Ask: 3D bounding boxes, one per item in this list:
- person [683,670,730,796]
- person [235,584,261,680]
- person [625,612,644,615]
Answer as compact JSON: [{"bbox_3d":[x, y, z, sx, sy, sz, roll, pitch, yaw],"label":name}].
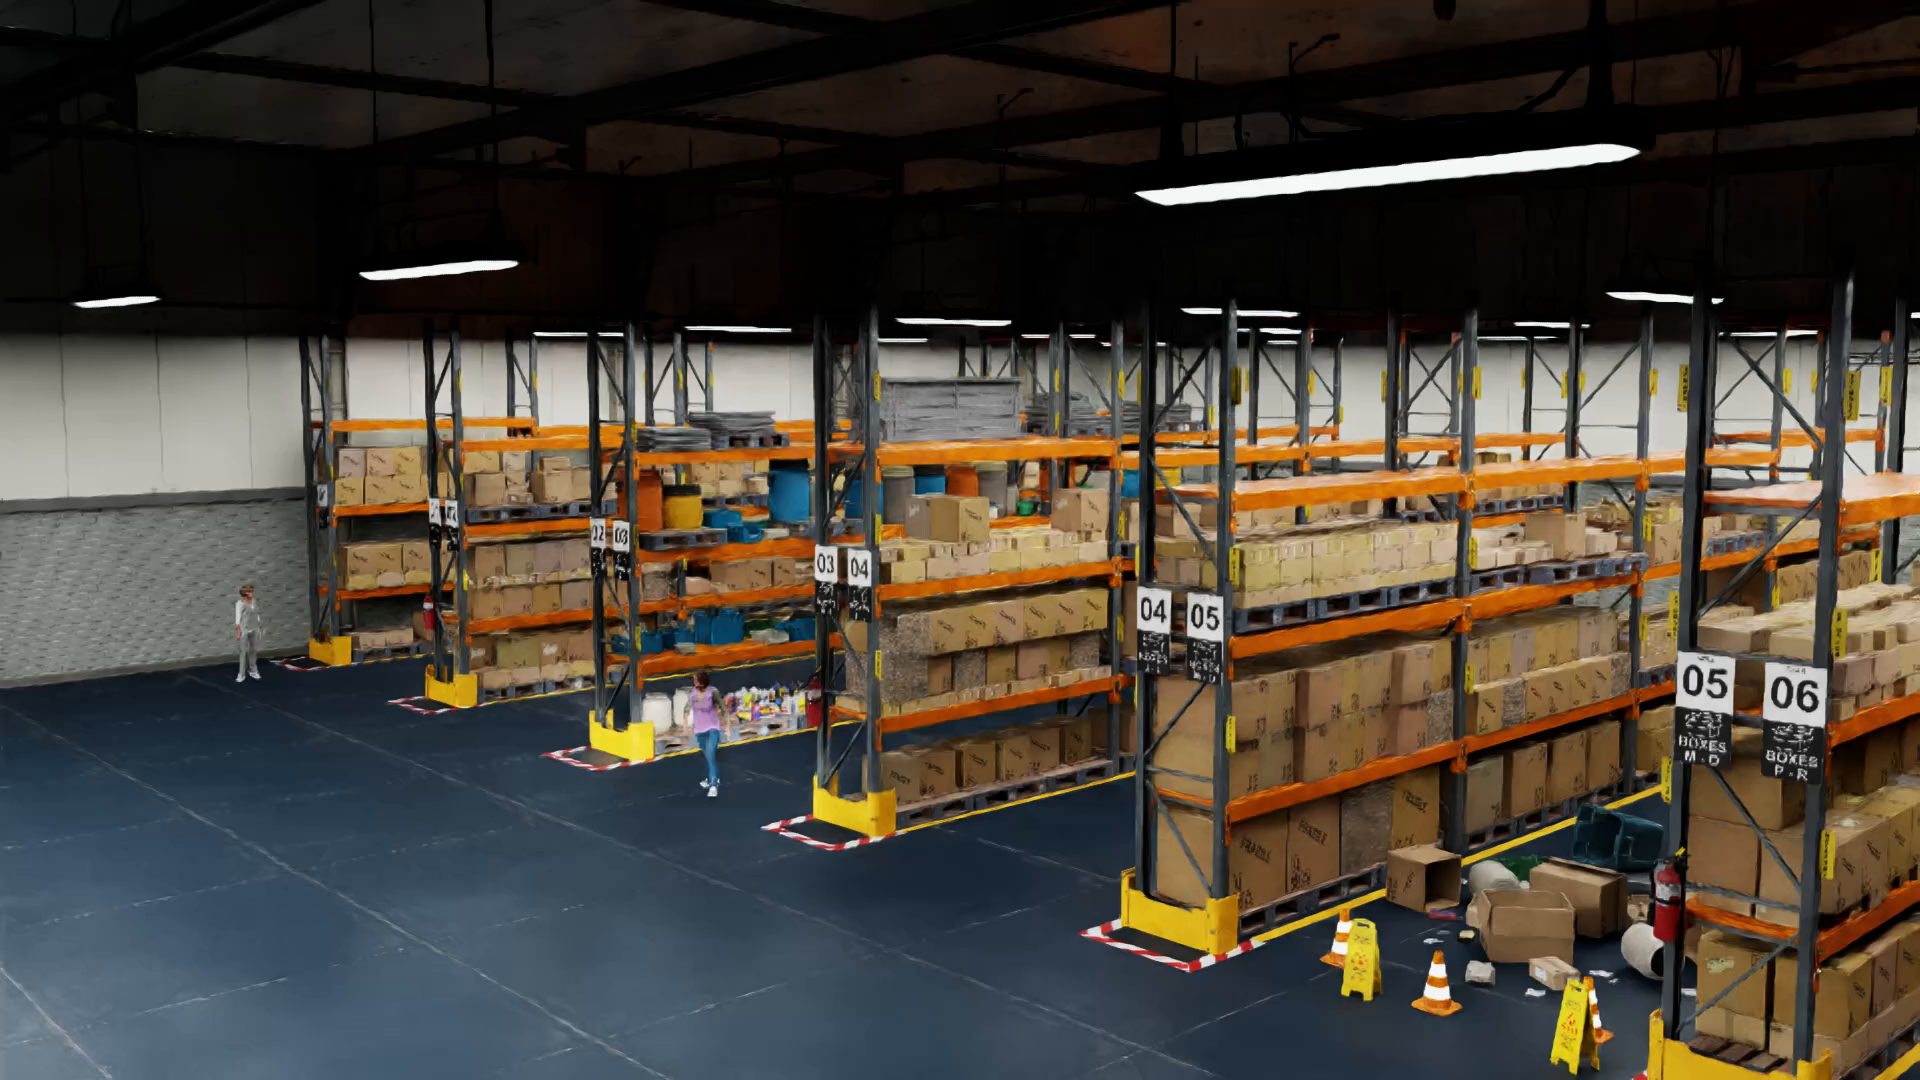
[{"bbox_3d":[-3.090,2.333,20.439,0.568,1.535,0.739,3,6,26],"label":"person"},{"bbox_3d":[-11.959,1.540,27.916,0.322,1.605,0.491,3,7,30],"label":"person"},{"bbox_3d":[-5.981,1.233,30.458,0.546,1.734,0.729,-6,8,-44],"label":"person"}]
